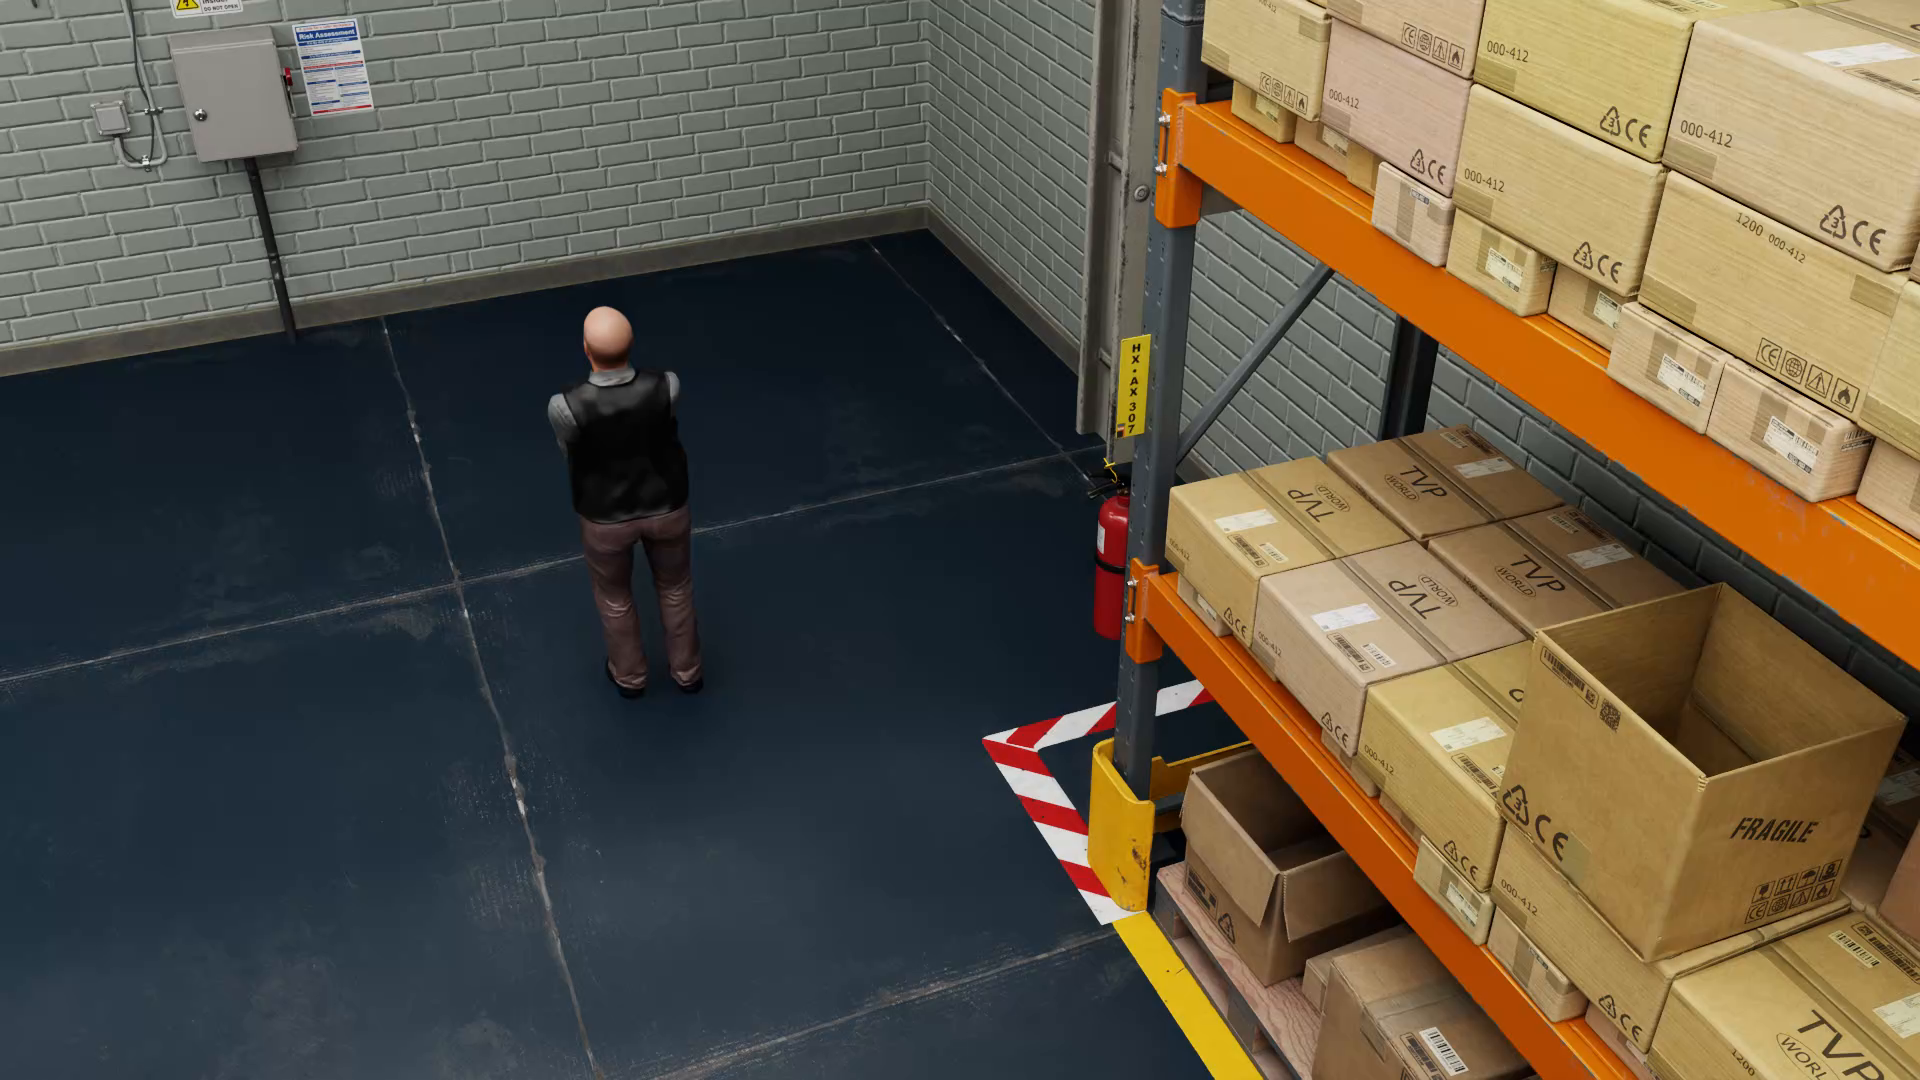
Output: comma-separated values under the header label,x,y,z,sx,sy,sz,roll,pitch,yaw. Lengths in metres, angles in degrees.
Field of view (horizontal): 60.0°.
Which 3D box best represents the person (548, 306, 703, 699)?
label,x,y,z,sx,sy,sz,roll,pitch,yaw
person,-1.296,-0.161,6.416,0.494,1.715,0.545,-12,35,-18
